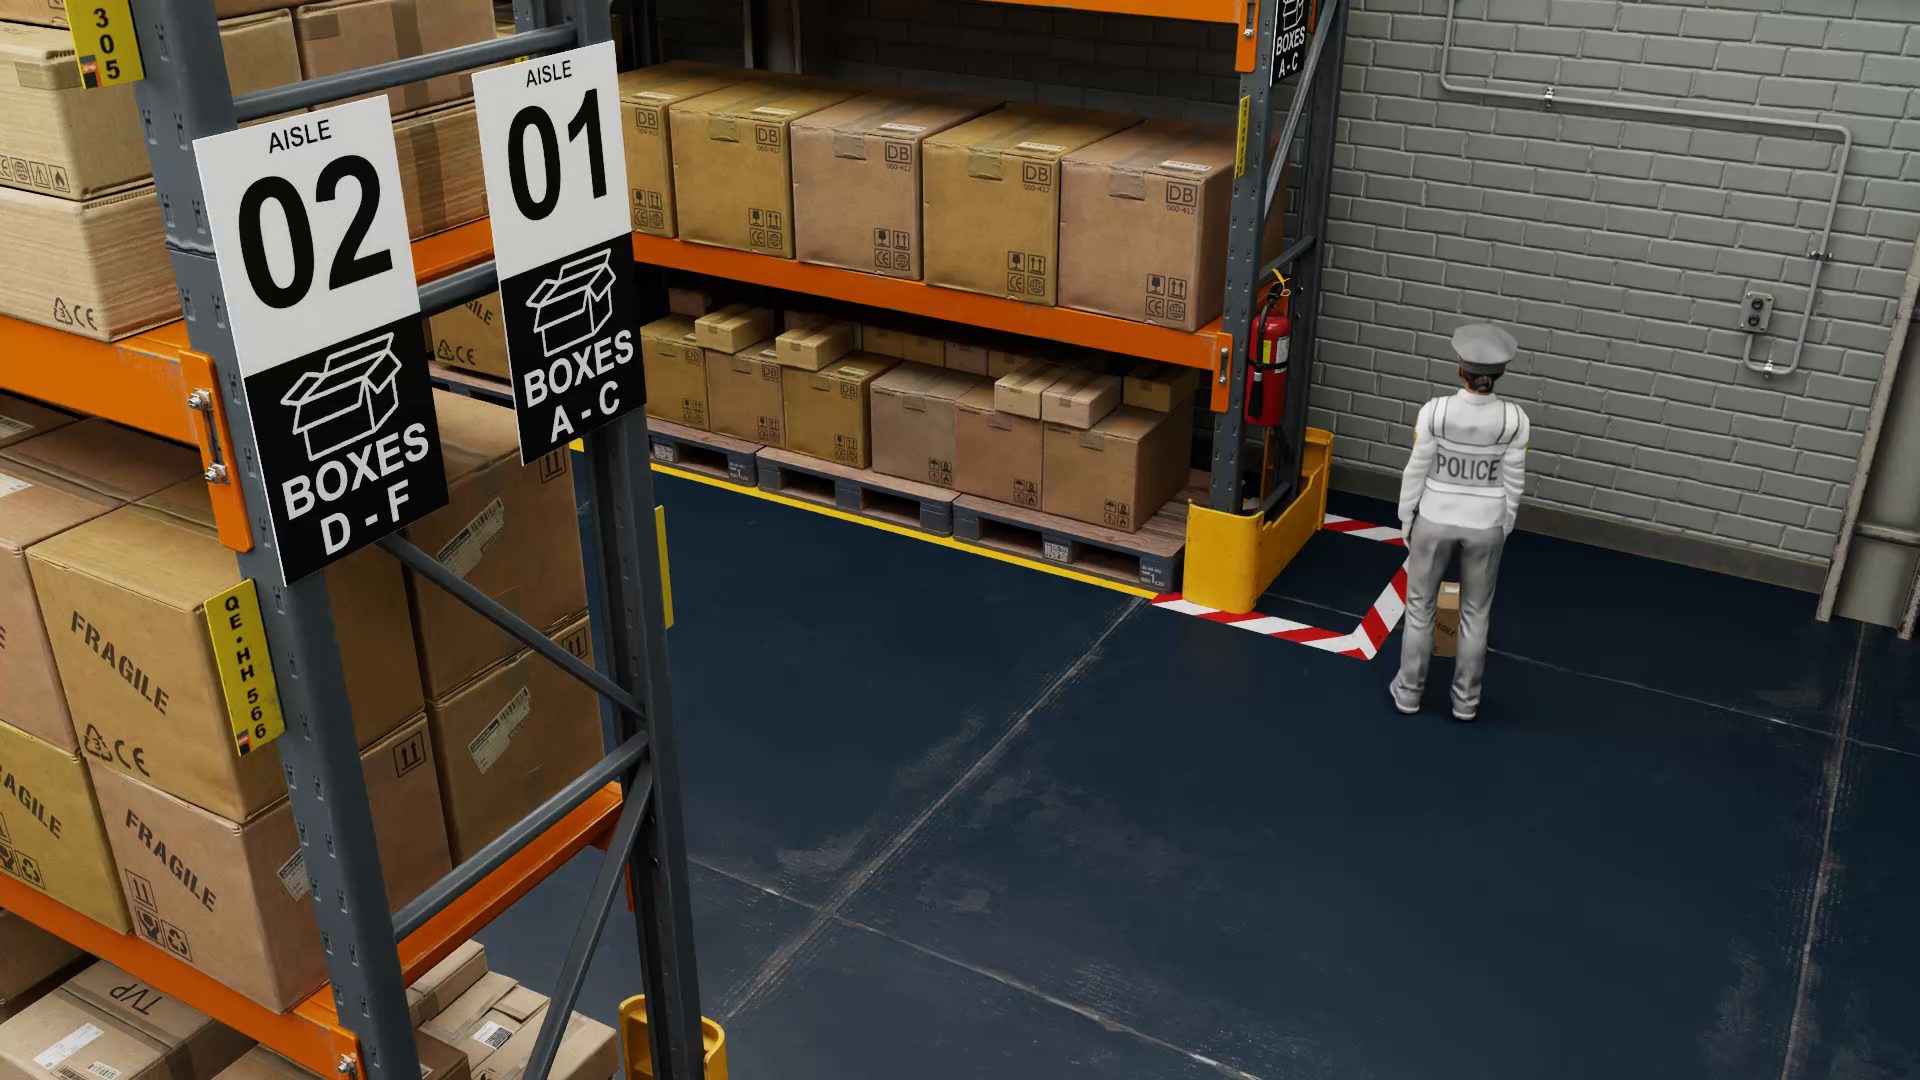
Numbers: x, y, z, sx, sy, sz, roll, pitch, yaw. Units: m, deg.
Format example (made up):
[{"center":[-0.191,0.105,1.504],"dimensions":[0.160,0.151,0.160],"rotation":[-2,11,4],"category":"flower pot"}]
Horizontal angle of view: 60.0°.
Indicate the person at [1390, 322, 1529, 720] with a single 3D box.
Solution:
[{"center":[2.005,-0.063,6.724],"dimensions":[0.465,1.679,0.343],"rotation":[6,27,12],"category":"person"}]
